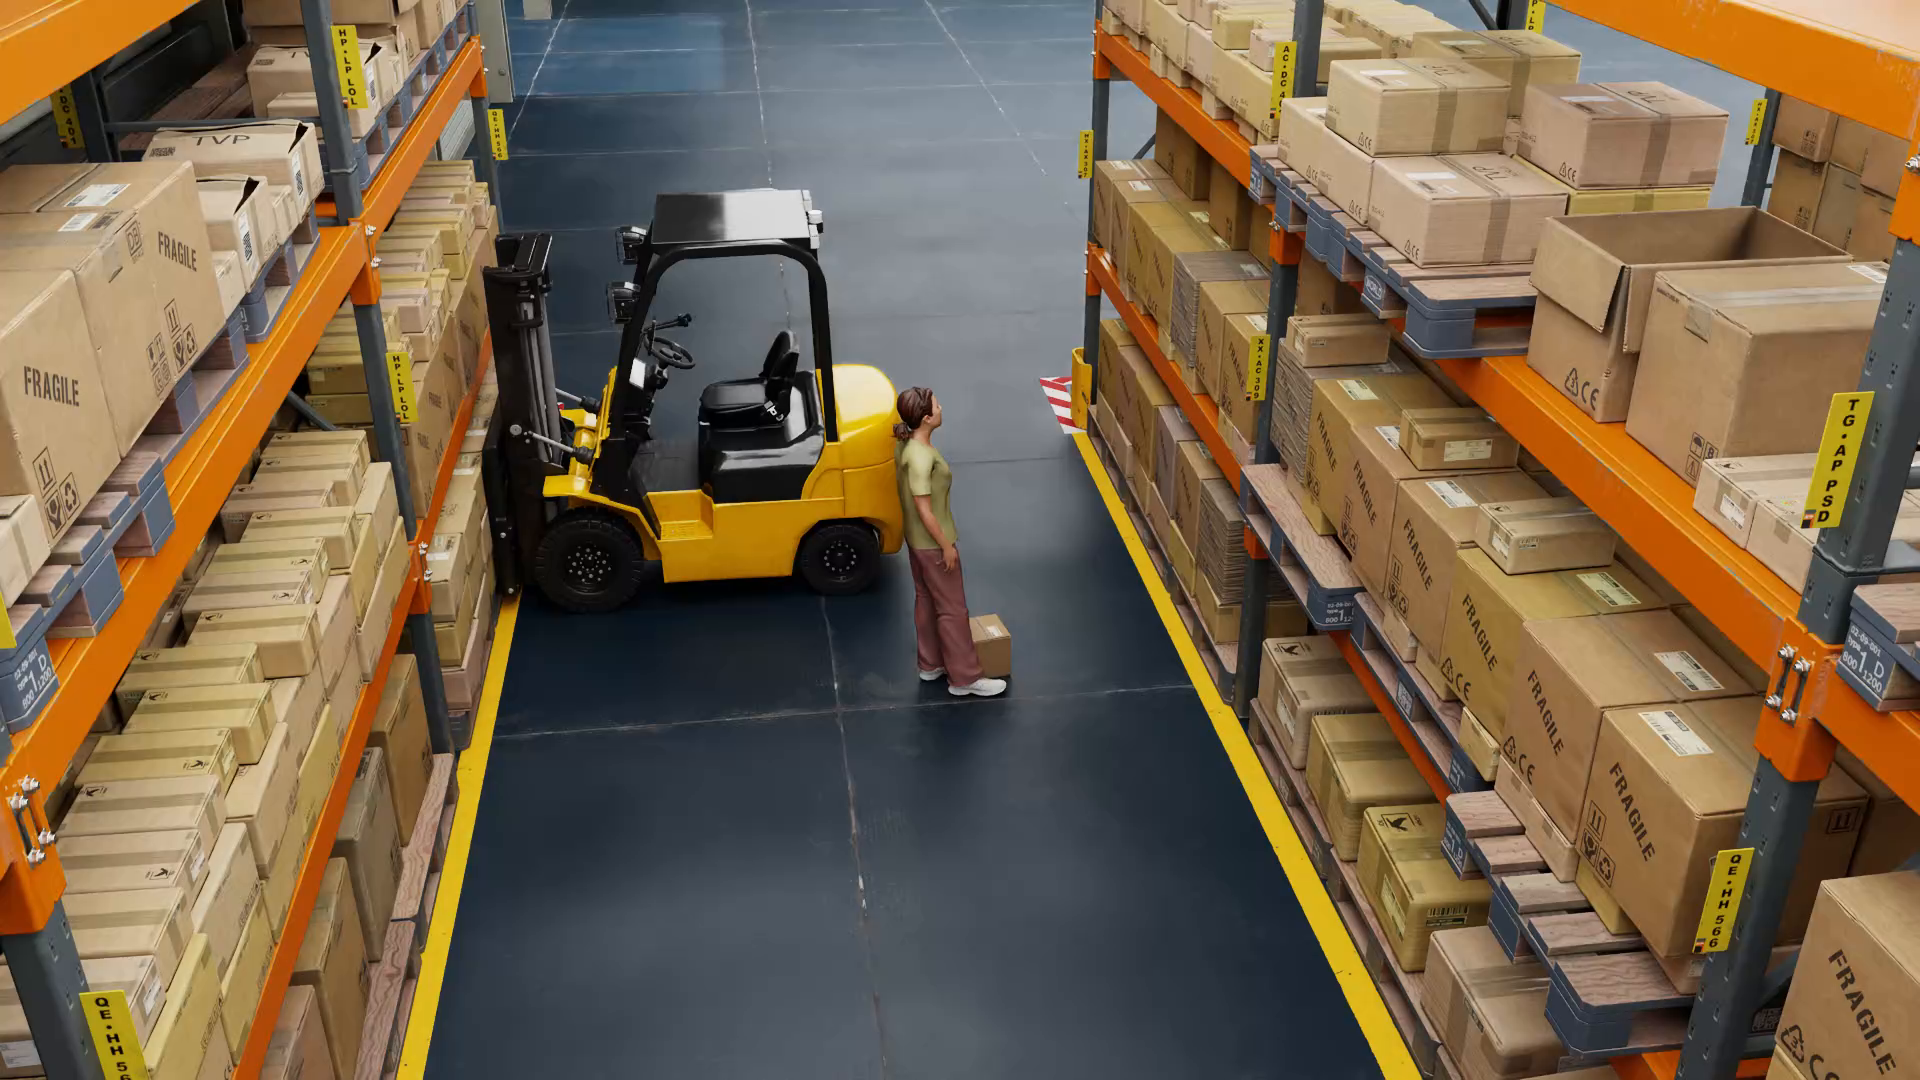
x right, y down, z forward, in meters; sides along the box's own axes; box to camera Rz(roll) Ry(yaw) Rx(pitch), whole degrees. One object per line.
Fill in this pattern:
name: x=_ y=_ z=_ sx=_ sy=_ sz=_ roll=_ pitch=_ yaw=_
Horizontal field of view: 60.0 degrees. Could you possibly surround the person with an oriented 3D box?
person: x=-0.080 y=-0.012 z=8.623 sx=0.548 sy=1.673 sz=0.554 roll=-7 pitch=28 yaw=-14
